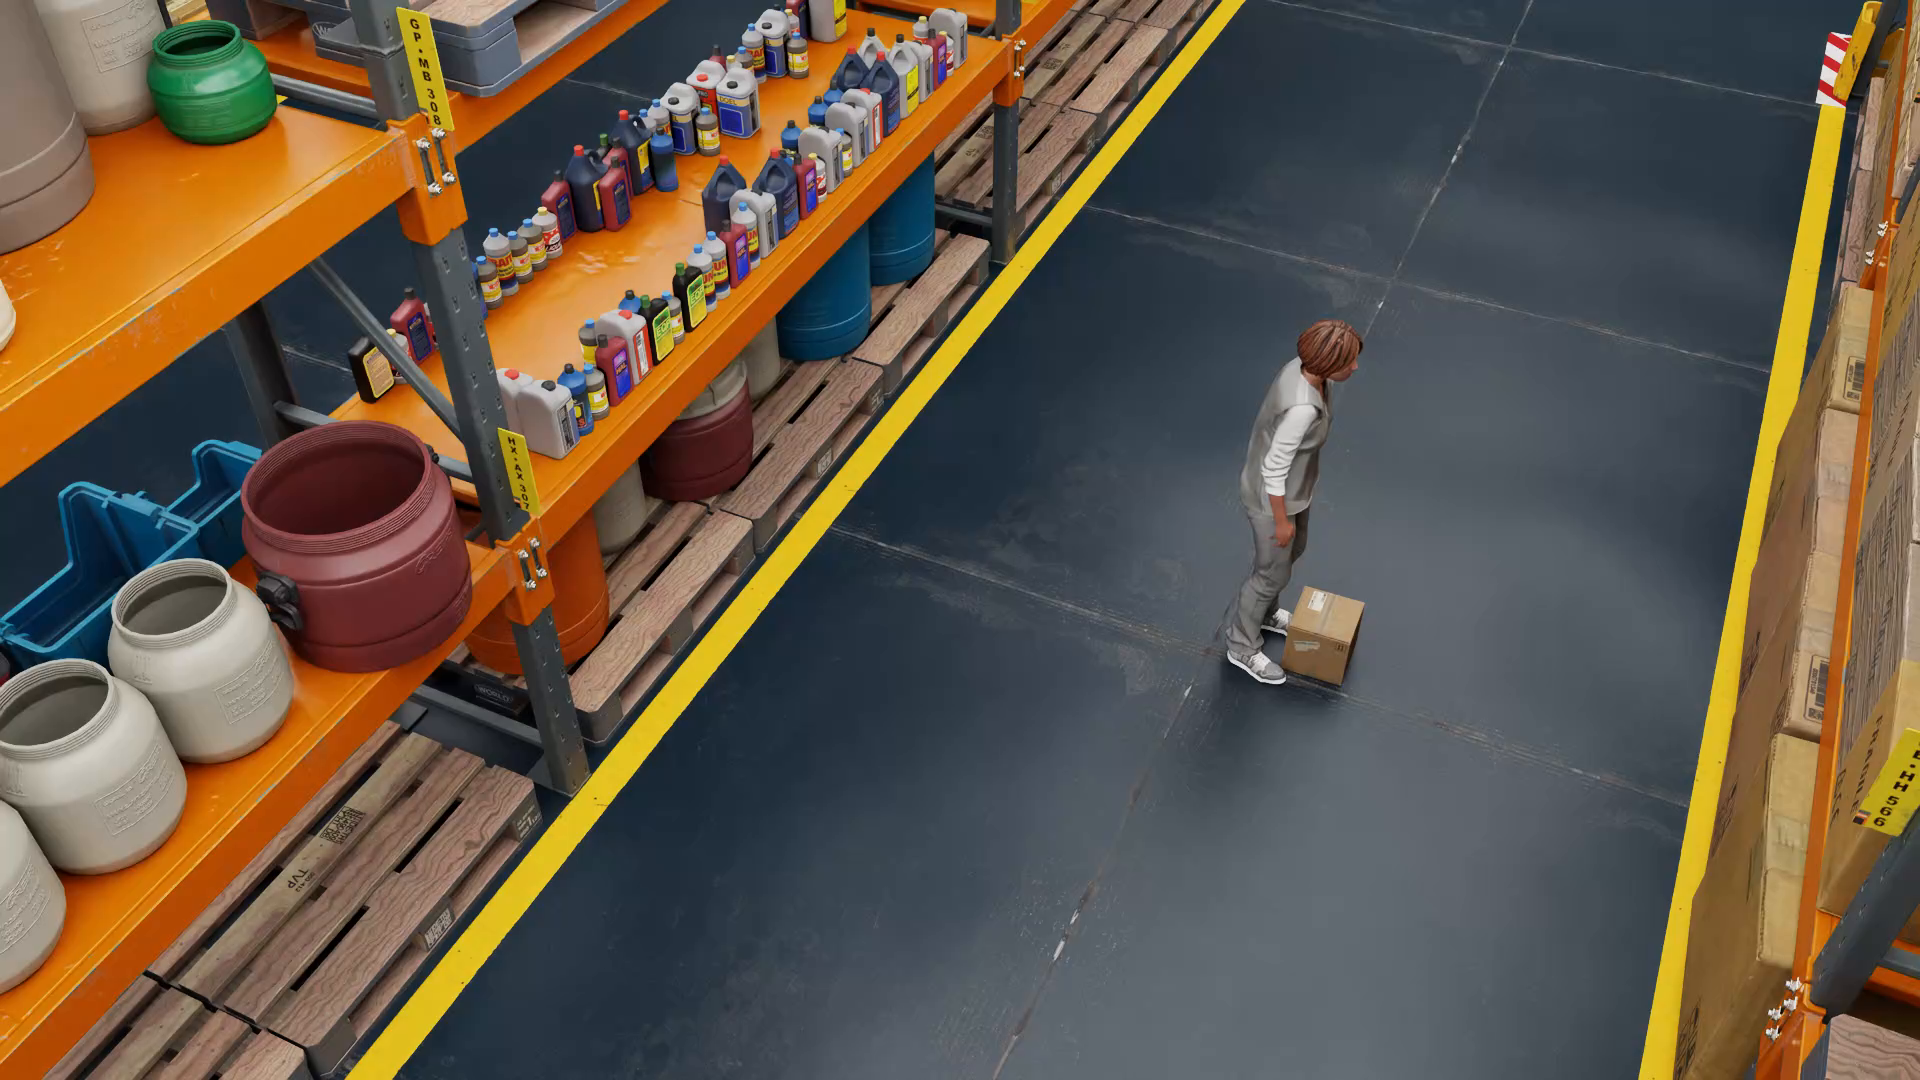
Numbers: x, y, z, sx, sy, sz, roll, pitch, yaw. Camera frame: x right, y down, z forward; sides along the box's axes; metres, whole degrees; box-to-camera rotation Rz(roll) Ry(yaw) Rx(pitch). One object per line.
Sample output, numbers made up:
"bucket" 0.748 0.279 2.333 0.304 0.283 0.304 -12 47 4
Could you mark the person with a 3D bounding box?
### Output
"person" 1.245 -0.170 6.362 0.345 1.581 0.485 15 45 16
